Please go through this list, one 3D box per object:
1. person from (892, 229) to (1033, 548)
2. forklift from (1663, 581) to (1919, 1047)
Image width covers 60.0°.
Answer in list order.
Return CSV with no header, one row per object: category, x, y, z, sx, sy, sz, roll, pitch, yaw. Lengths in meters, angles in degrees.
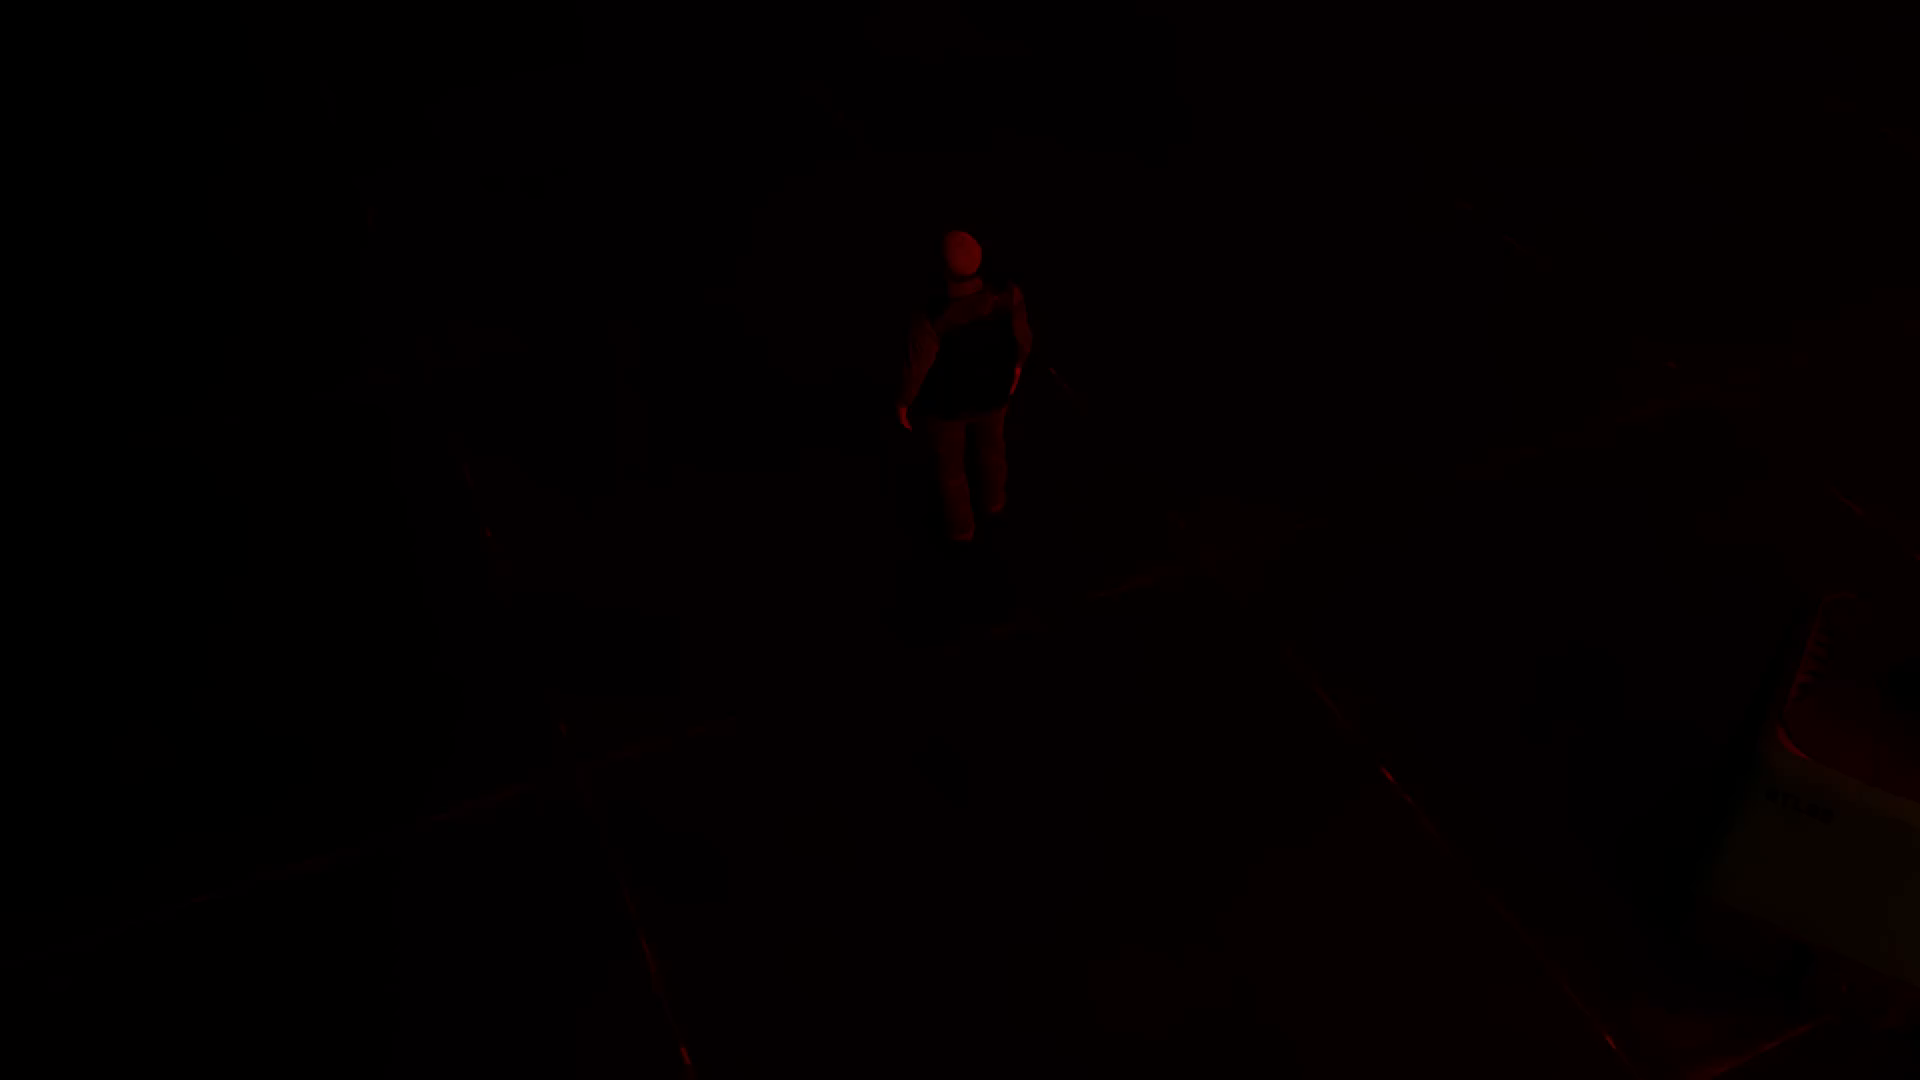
person,-0.019,-0.675,7.280,0.632,1.720,0.567,-18,46,-18
forklift,4.155,0.654,4.979,3.031,2.935,1.130,23,48,23
